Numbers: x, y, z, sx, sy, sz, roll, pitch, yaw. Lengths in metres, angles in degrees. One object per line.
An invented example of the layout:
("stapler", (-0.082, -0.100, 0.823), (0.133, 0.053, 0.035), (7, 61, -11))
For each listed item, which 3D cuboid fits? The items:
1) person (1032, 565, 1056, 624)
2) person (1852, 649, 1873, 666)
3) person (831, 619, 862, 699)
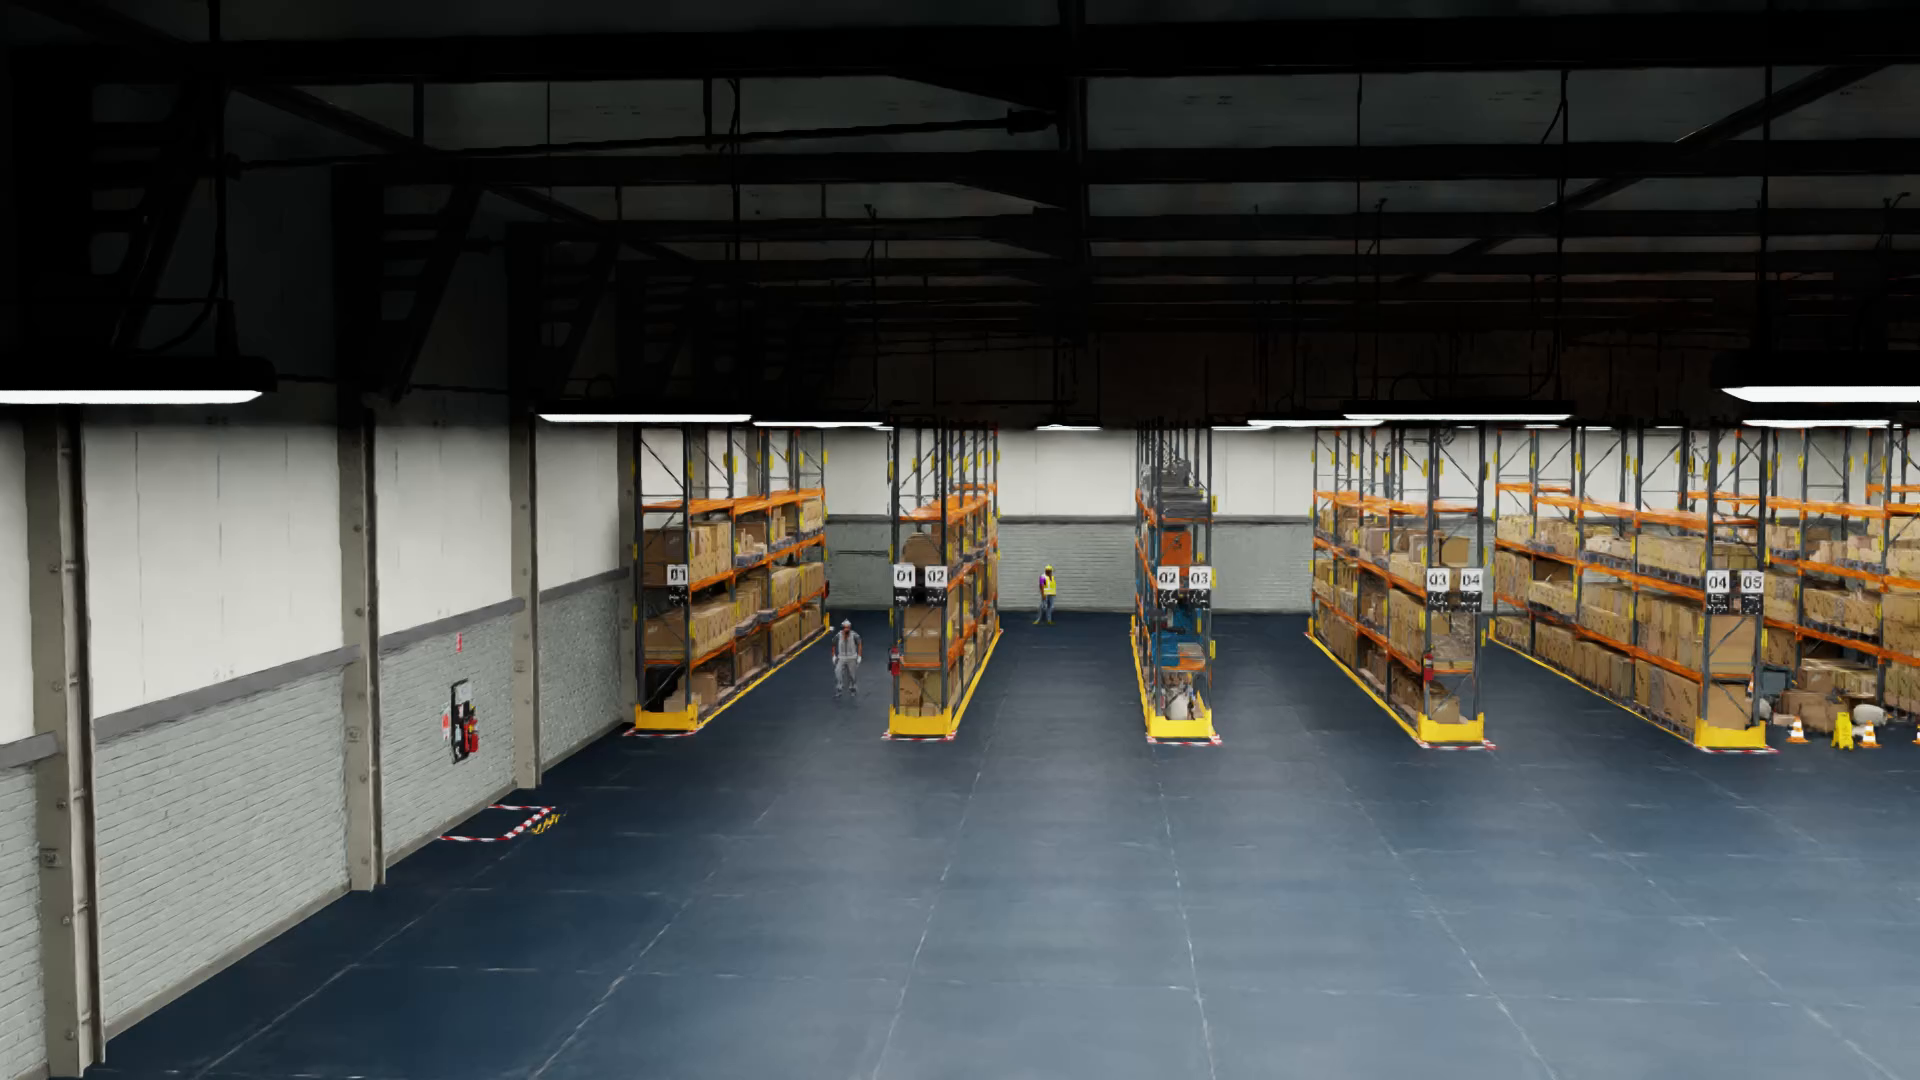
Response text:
("person", (2.499, 1.625, 49.391), (0.729, 1.762, 0.486), (-3, 5, -42))
("person", (22.015, 2.173, 40.598), (0.572, 1.769, 0.618), (2, 4, 32))
("person", (-2.418, 2.545, 35.475), (0.677, 1.742, 0.552), (0, 4, 4))
